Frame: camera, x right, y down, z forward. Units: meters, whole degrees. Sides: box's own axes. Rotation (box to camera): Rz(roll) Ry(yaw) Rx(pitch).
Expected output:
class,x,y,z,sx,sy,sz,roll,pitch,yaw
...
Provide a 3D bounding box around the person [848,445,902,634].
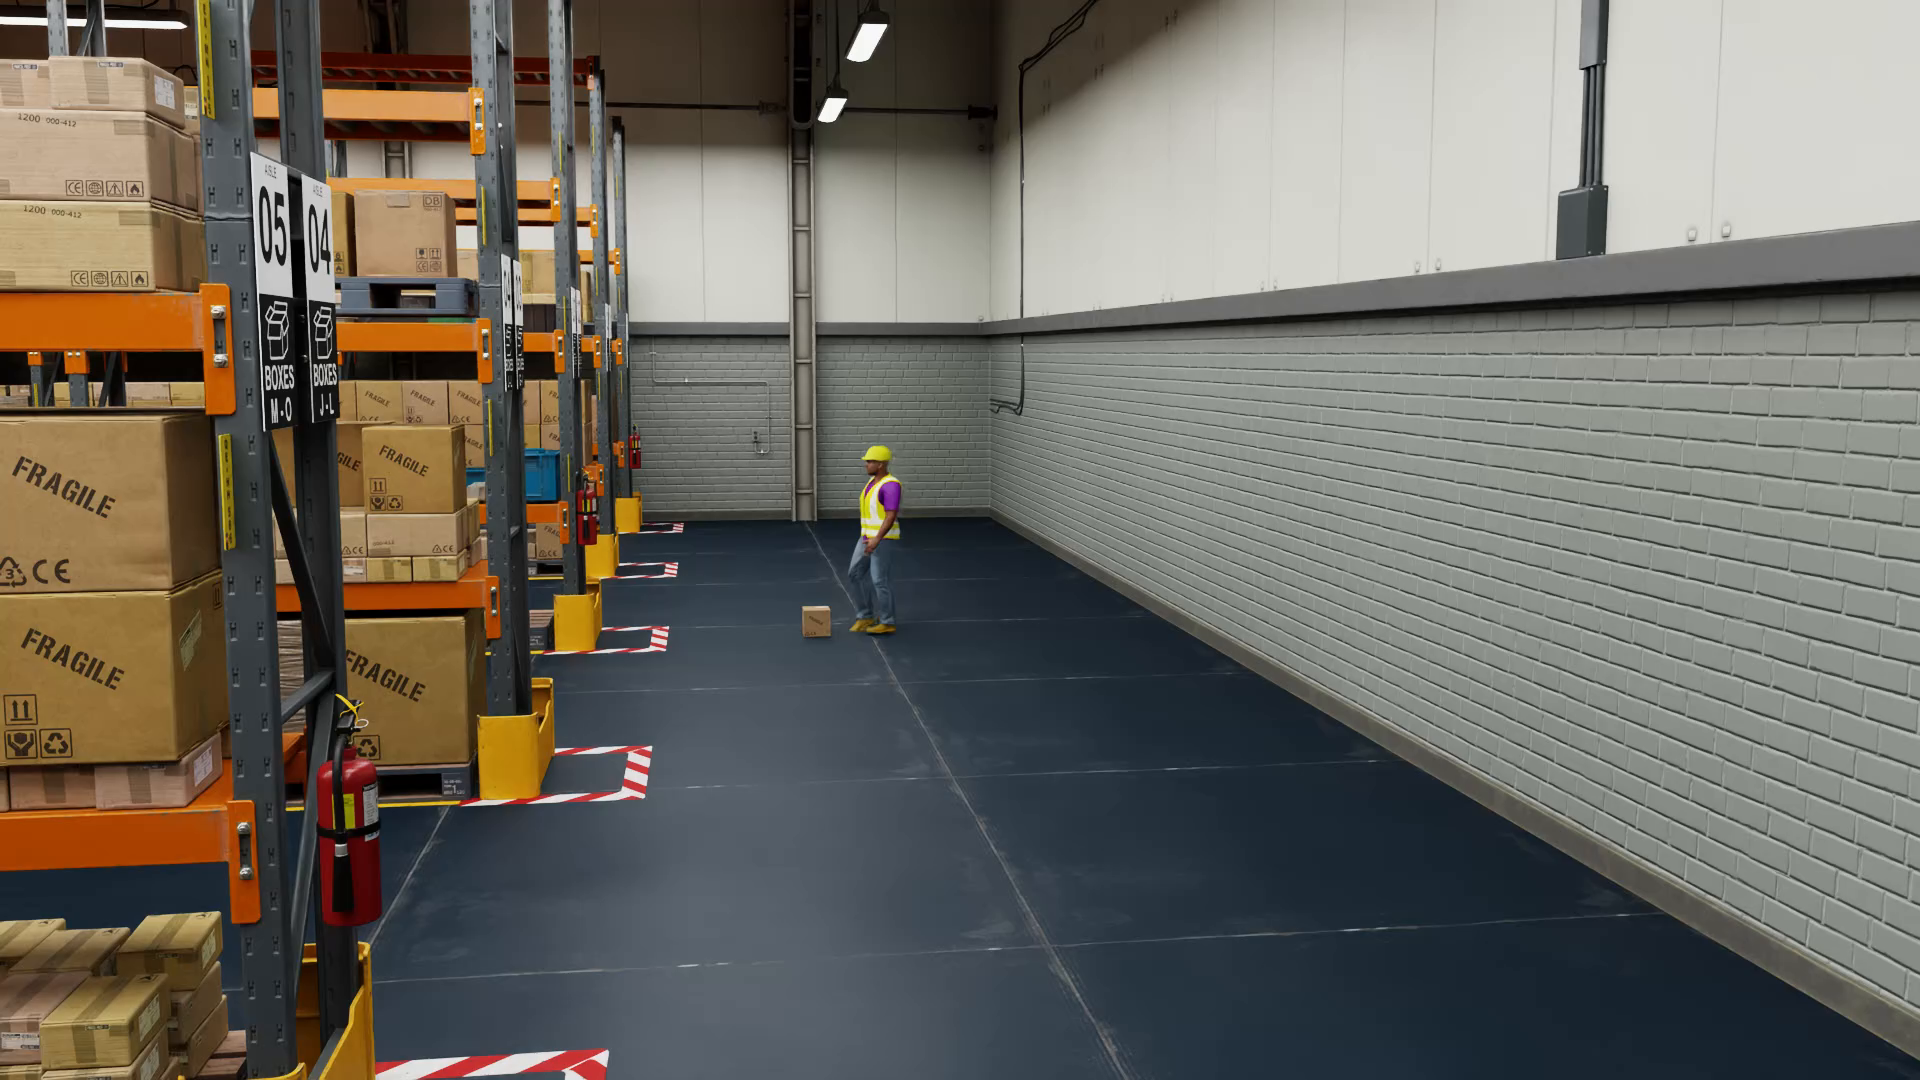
class,x,y,z,sx,sy,sz,roll,pitch,yaw
person,-0.810,0.020,15.673,0.450,1.823,0.676,-4,7,-30
